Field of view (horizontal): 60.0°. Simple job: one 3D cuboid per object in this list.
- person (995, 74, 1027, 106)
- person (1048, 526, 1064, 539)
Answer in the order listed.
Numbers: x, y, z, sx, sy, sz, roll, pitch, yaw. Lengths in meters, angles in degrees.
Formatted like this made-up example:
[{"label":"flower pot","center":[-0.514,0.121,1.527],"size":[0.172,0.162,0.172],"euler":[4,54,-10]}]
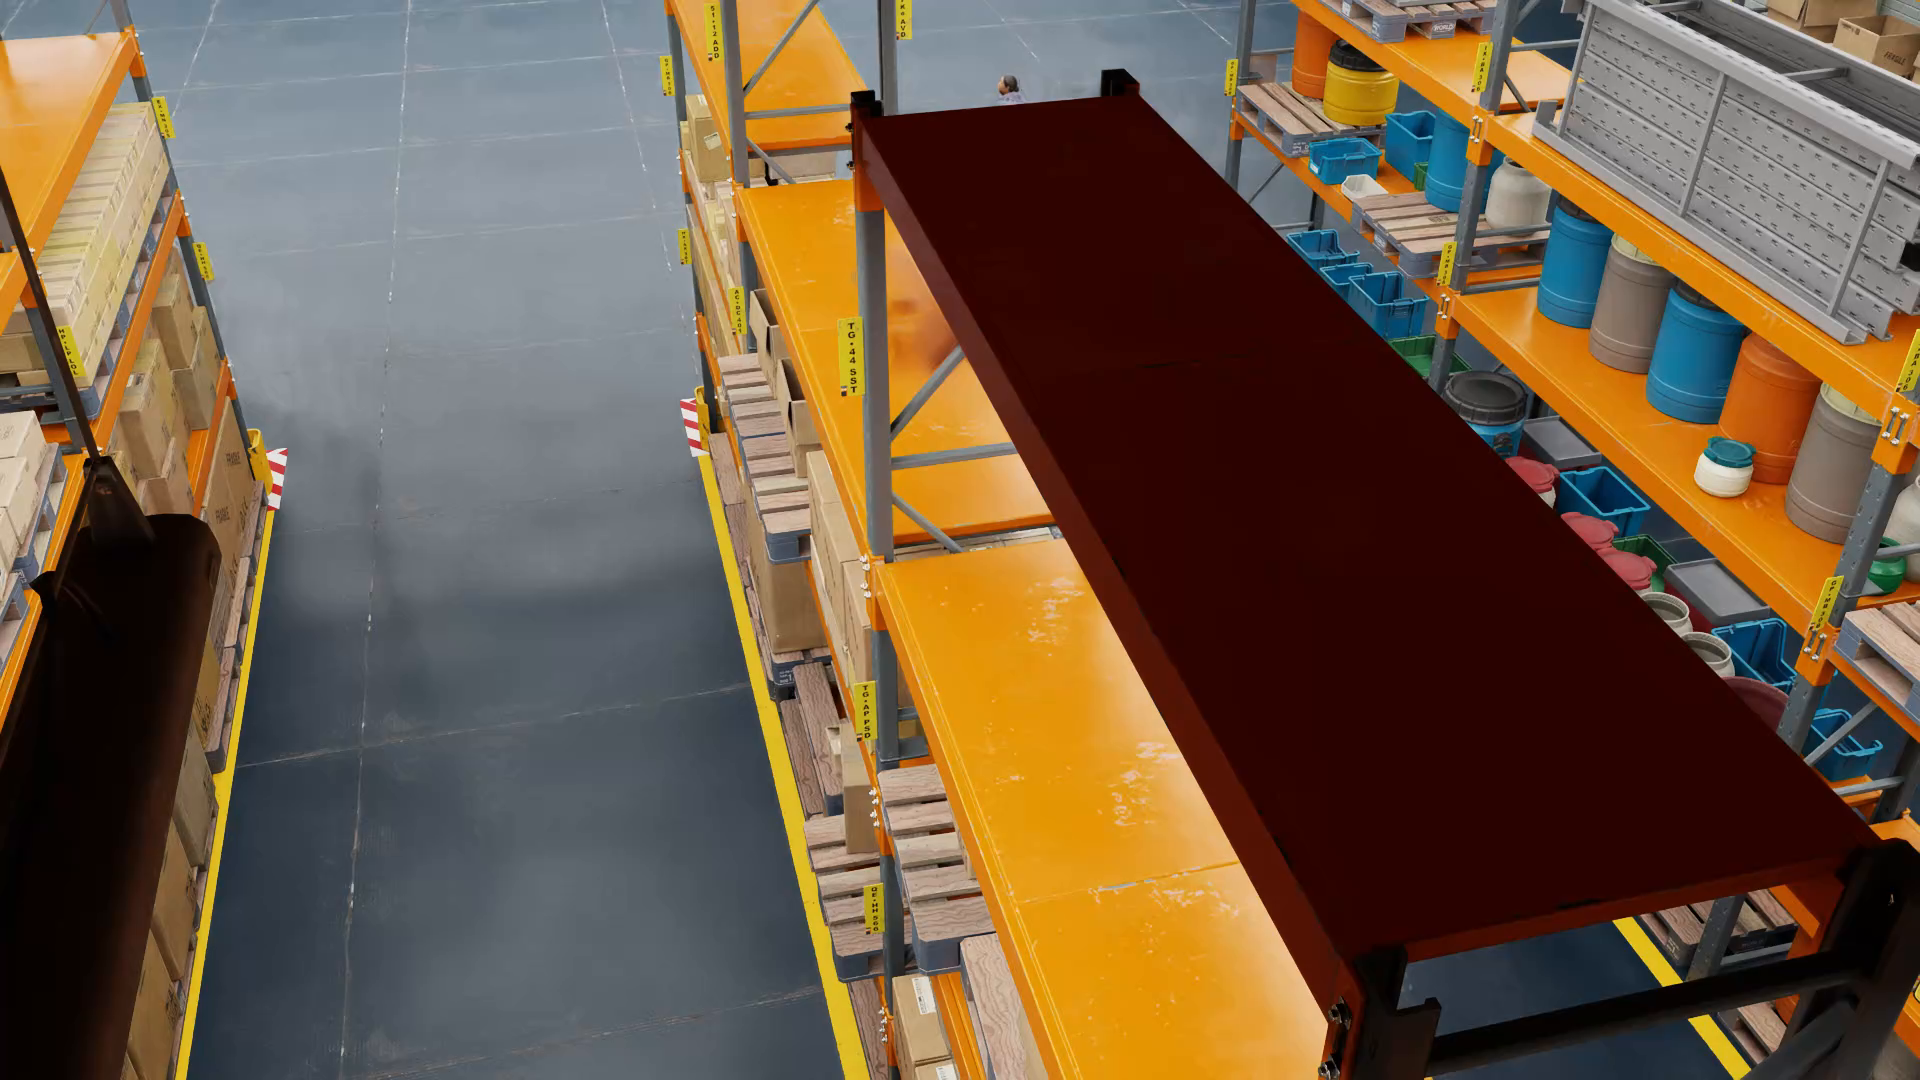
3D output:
[{"label":"person","center":[0.492,-4.679,19.492],"size":[0.567,1.606,0.593],"euler":[4,35,5]},{"label":"person","center":[0.892,0.062,12.658],"size":[0.520,1.550,0.576],"euler":[-17,38,-23]}]
